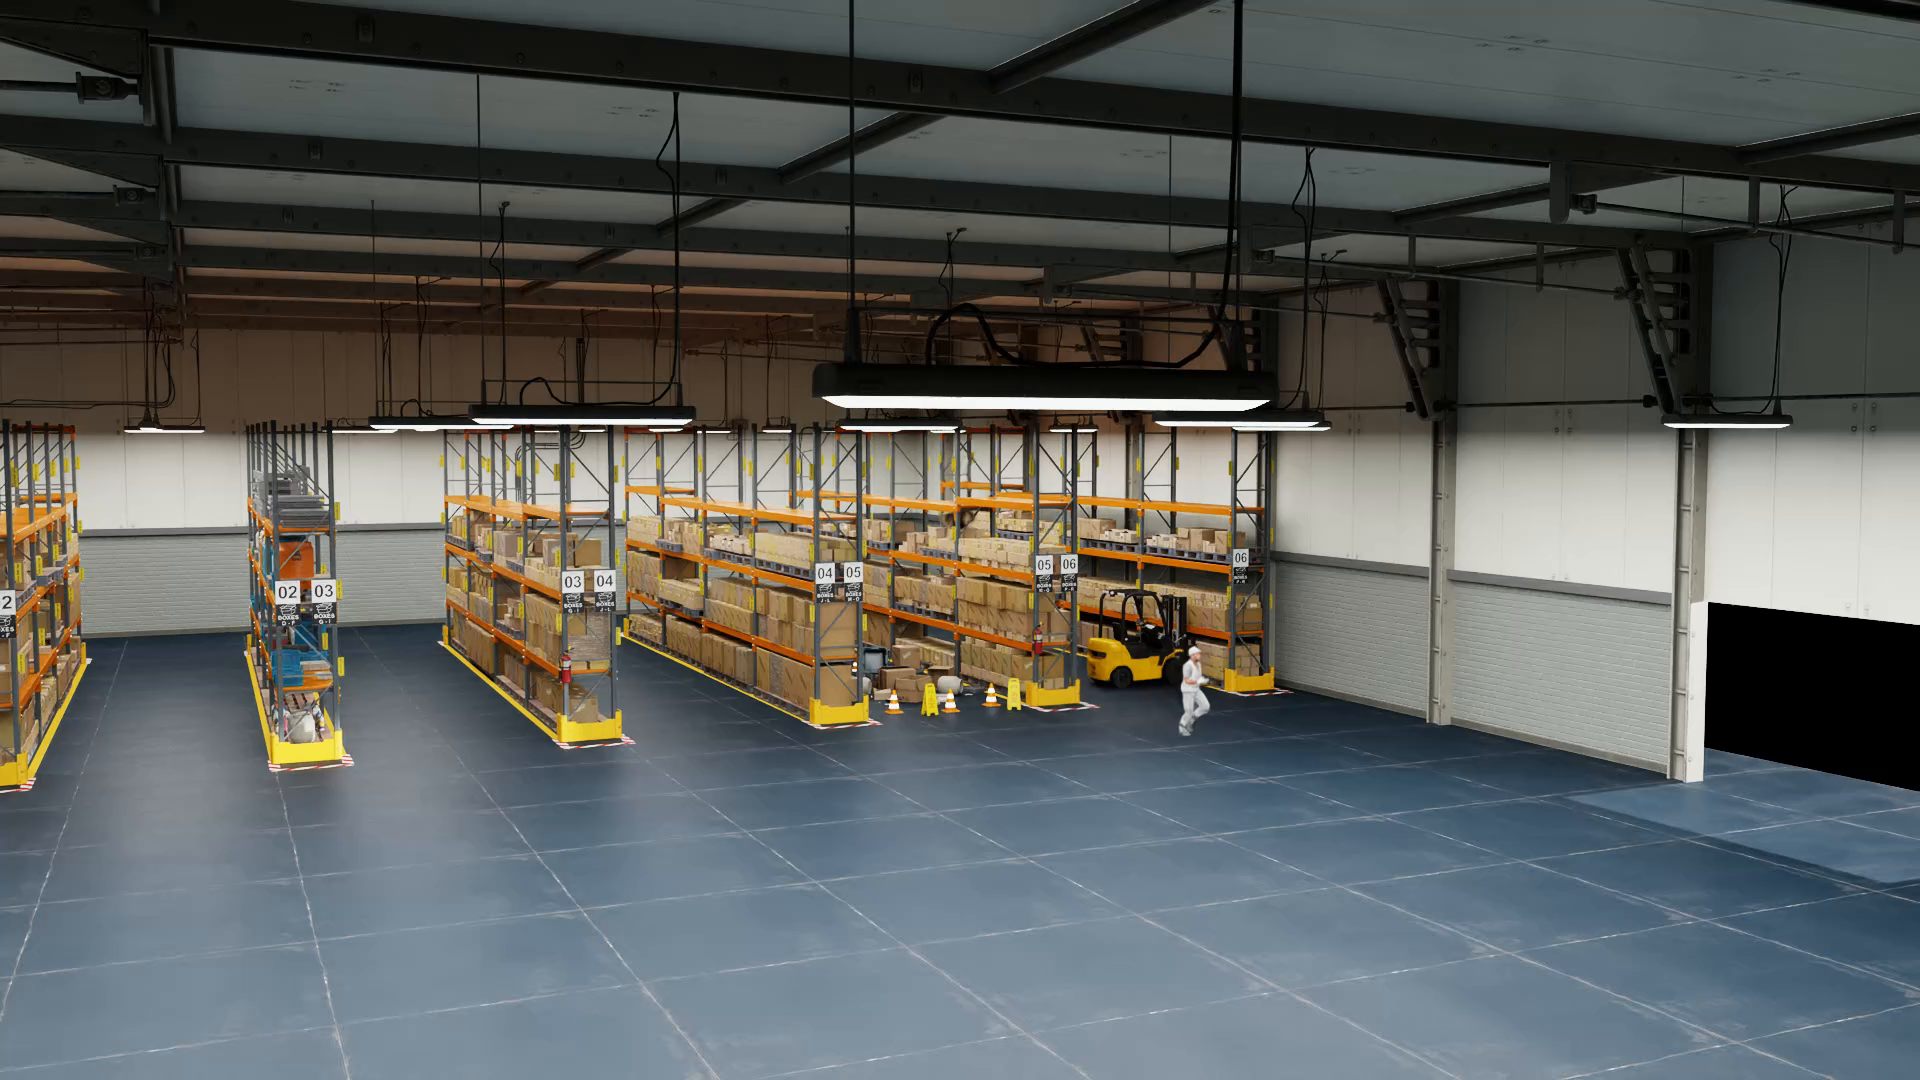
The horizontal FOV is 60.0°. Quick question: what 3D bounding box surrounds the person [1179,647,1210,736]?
[{"bbox_3d":[4.436,2.872,31.466,0.726,1.726,0.704,3,5,40],"label":"person"}]
